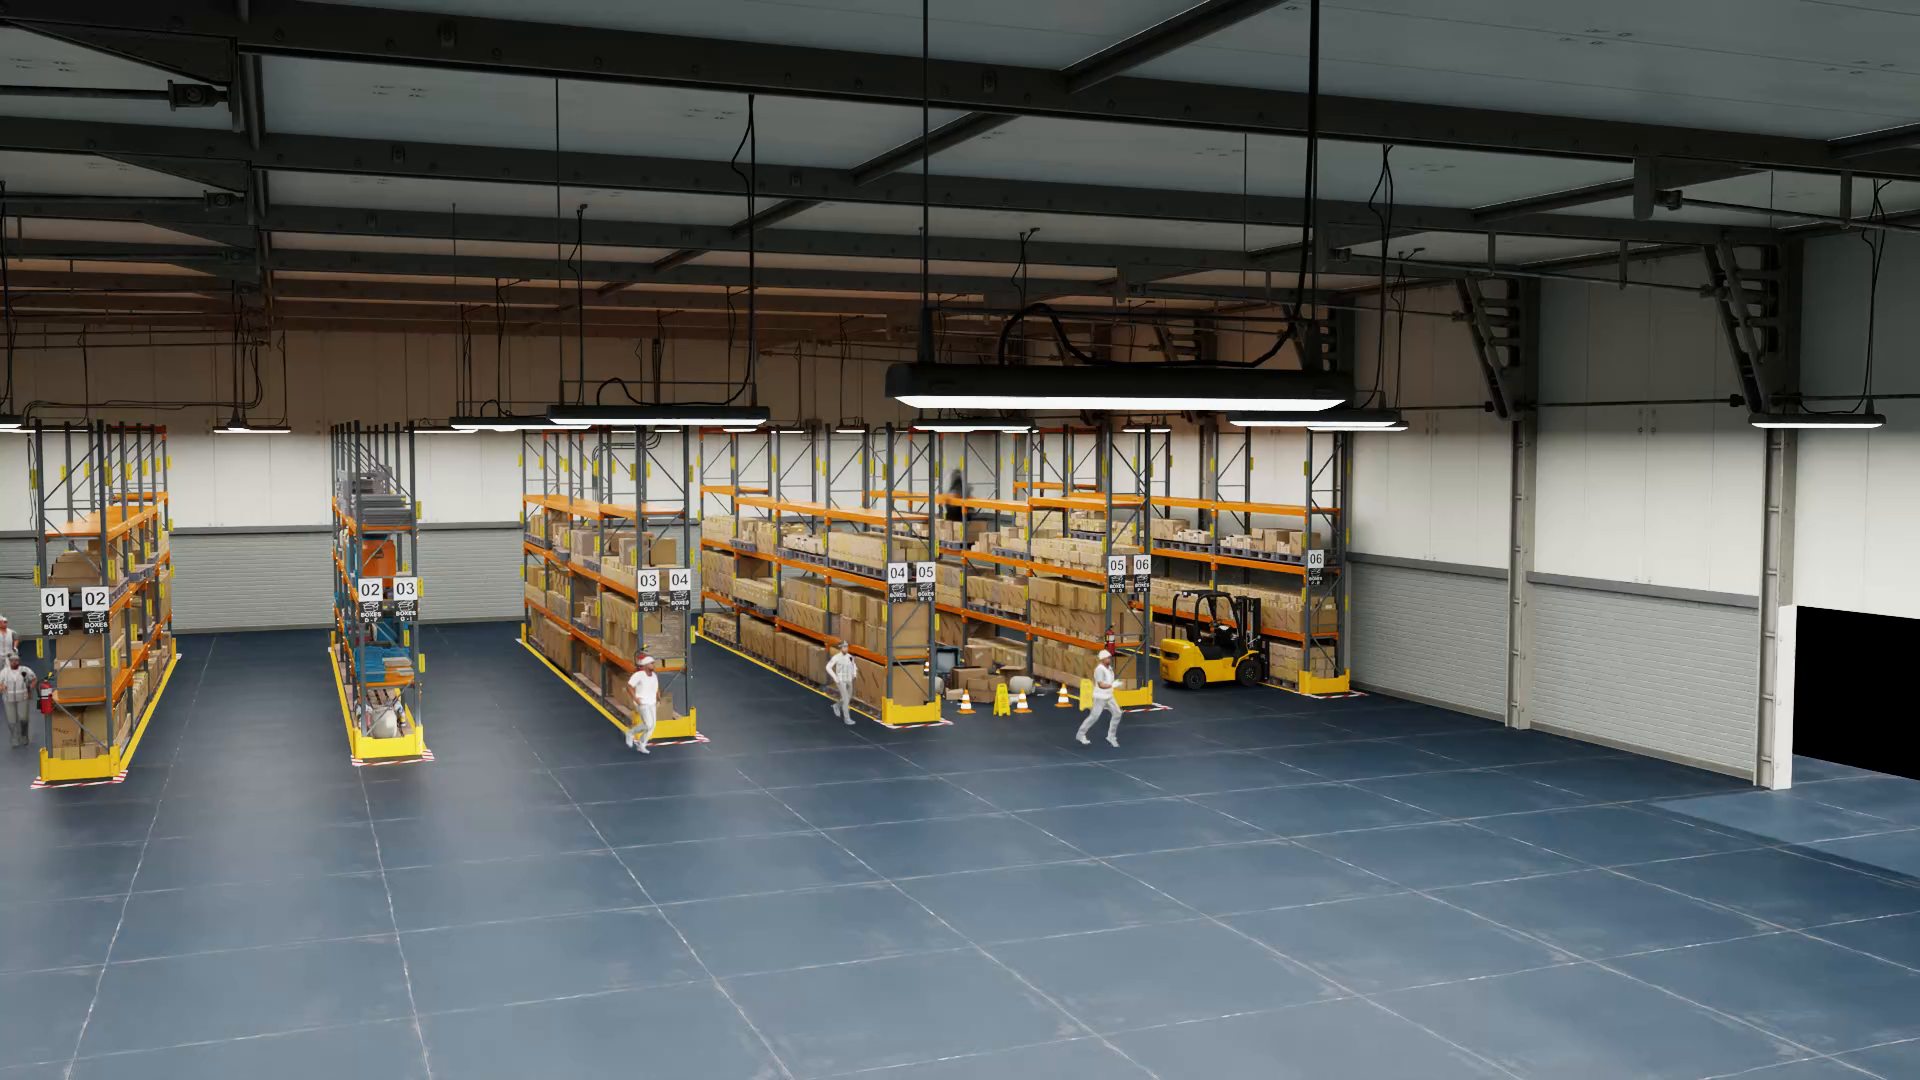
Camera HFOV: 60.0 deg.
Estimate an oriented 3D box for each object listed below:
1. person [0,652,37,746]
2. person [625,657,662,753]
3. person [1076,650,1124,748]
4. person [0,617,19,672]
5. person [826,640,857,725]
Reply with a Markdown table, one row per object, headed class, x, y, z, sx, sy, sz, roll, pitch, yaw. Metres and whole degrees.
| class | x | y | z | sx | sy | sz | roll | pitch | yaw |
| --- | --- | --- | --- | --- | --- | --- | --- | --- | --- |
| person | -17.334 | 2.938 | 30.546 | 0.648 | 1.764 | 0.621 | -2 | 4 | -25 |
| person | -5.733 | 2.988 | 30.292 | 0.556 | 1.735 | 0.722 | 2 | 4 | 29 |
| person | 2.611 | 2.923 | 30.587 | 0.916 | 1.824 | 0.694 | 2 | 4 | 28 |
| person | -21.008 | 2.564 | 36.536 | 0.654 | 1.760 | 0.813 | -3 | 4 | -37 |
| person | -2.333 | 2.811 | 33.103 | 0.639 | 1.667 | 0.800 | -3 | 5 | -38 |
